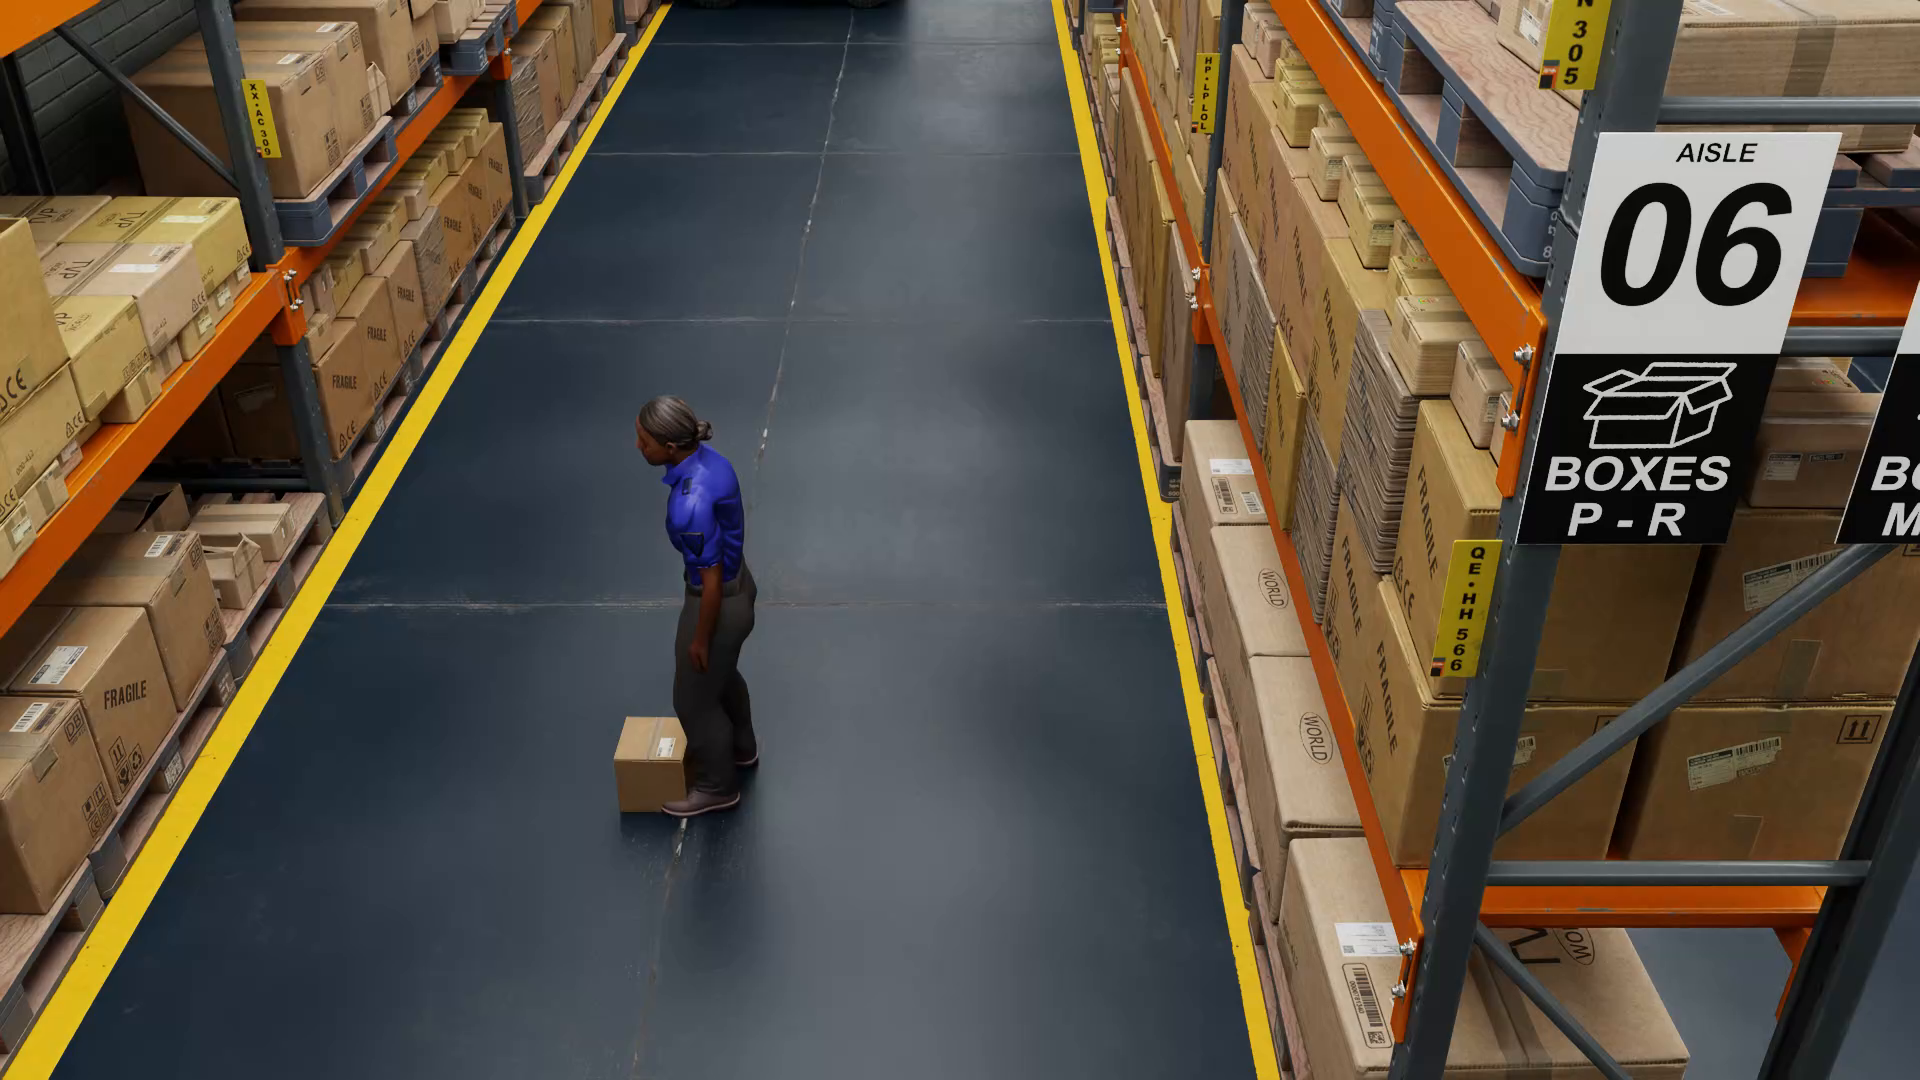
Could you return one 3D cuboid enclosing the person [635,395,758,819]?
[{"bbox_3d":[-0.908,0.227,5.779,0.402,1.648,0.517,-2,32,-3],"label":"person"}]
